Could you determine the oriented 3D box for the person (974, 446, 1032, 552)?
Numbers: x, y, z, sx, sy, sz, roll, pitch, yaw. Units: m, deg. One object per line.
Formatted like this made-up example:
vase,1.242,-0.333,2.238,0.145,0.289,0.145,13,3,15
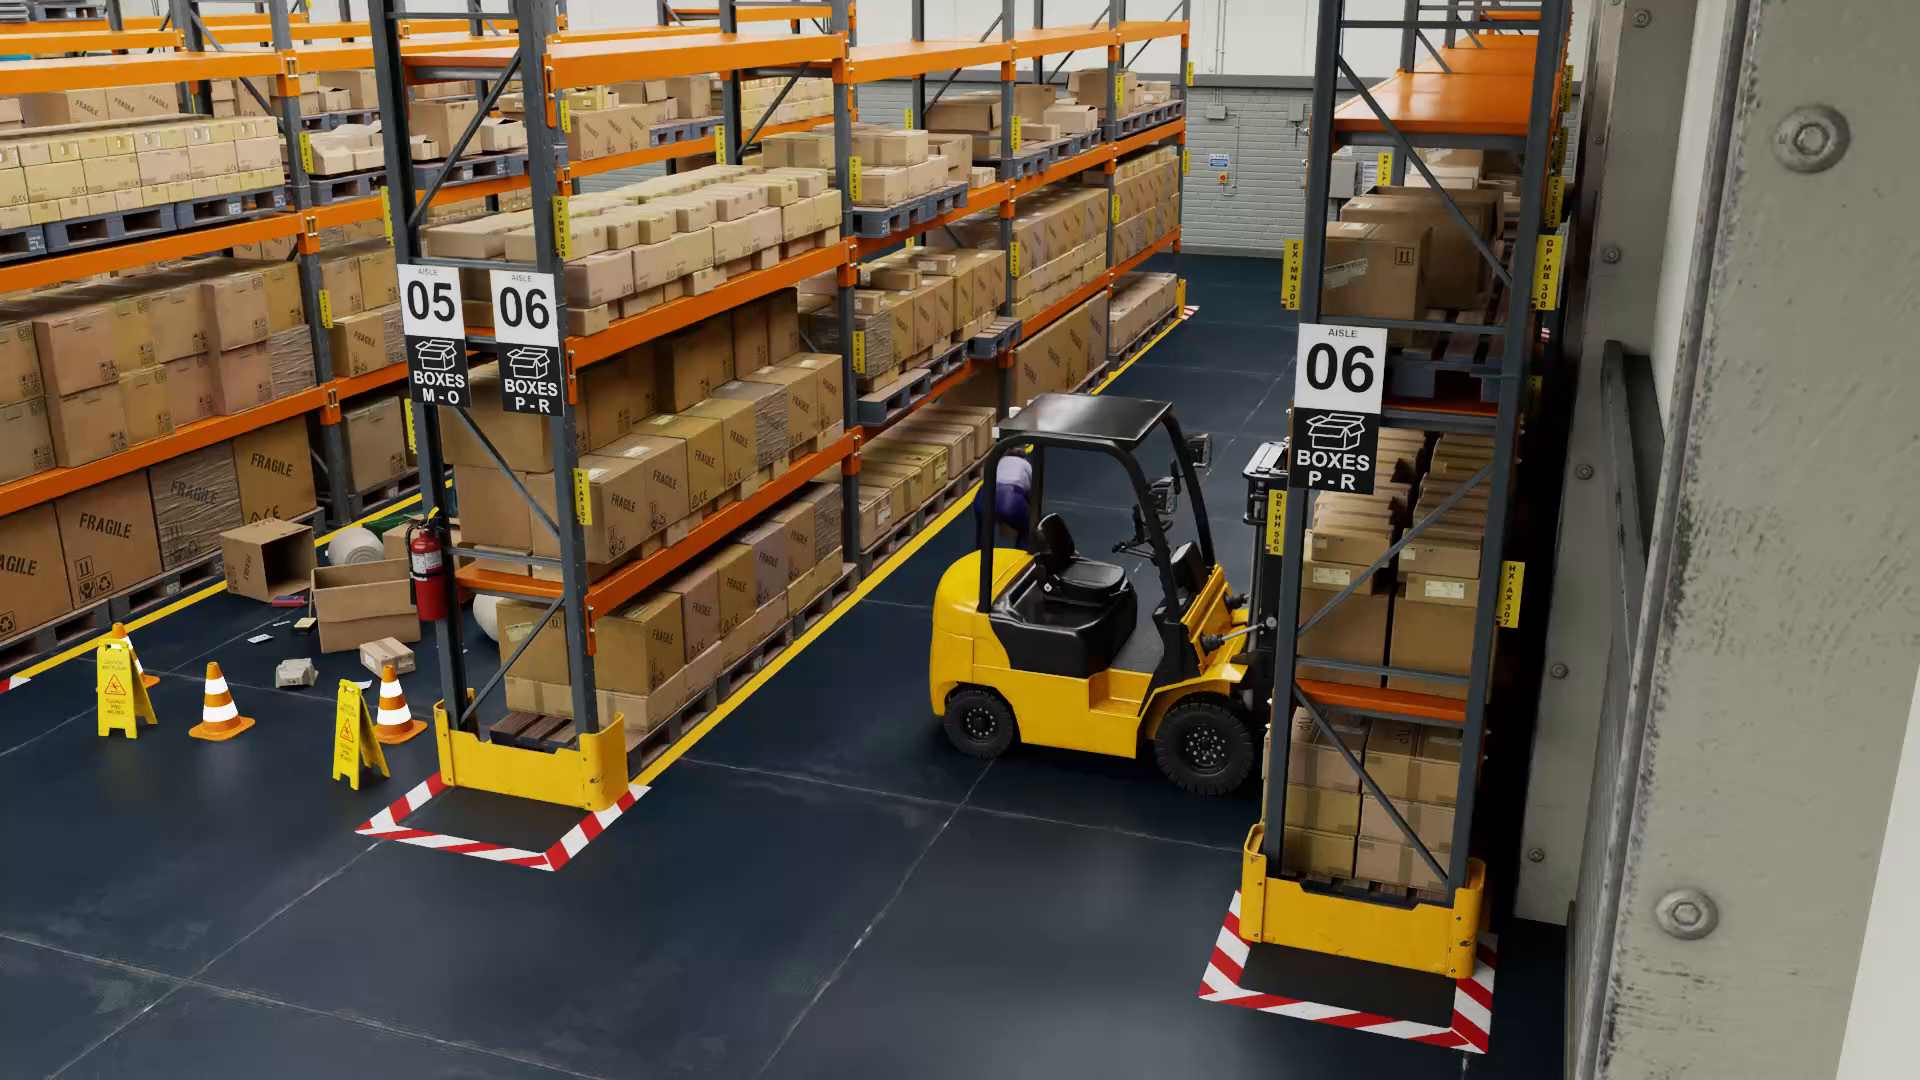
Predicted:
person,0.390,-0.196,13.652,0.513,1.015,0.892,5,20,16
